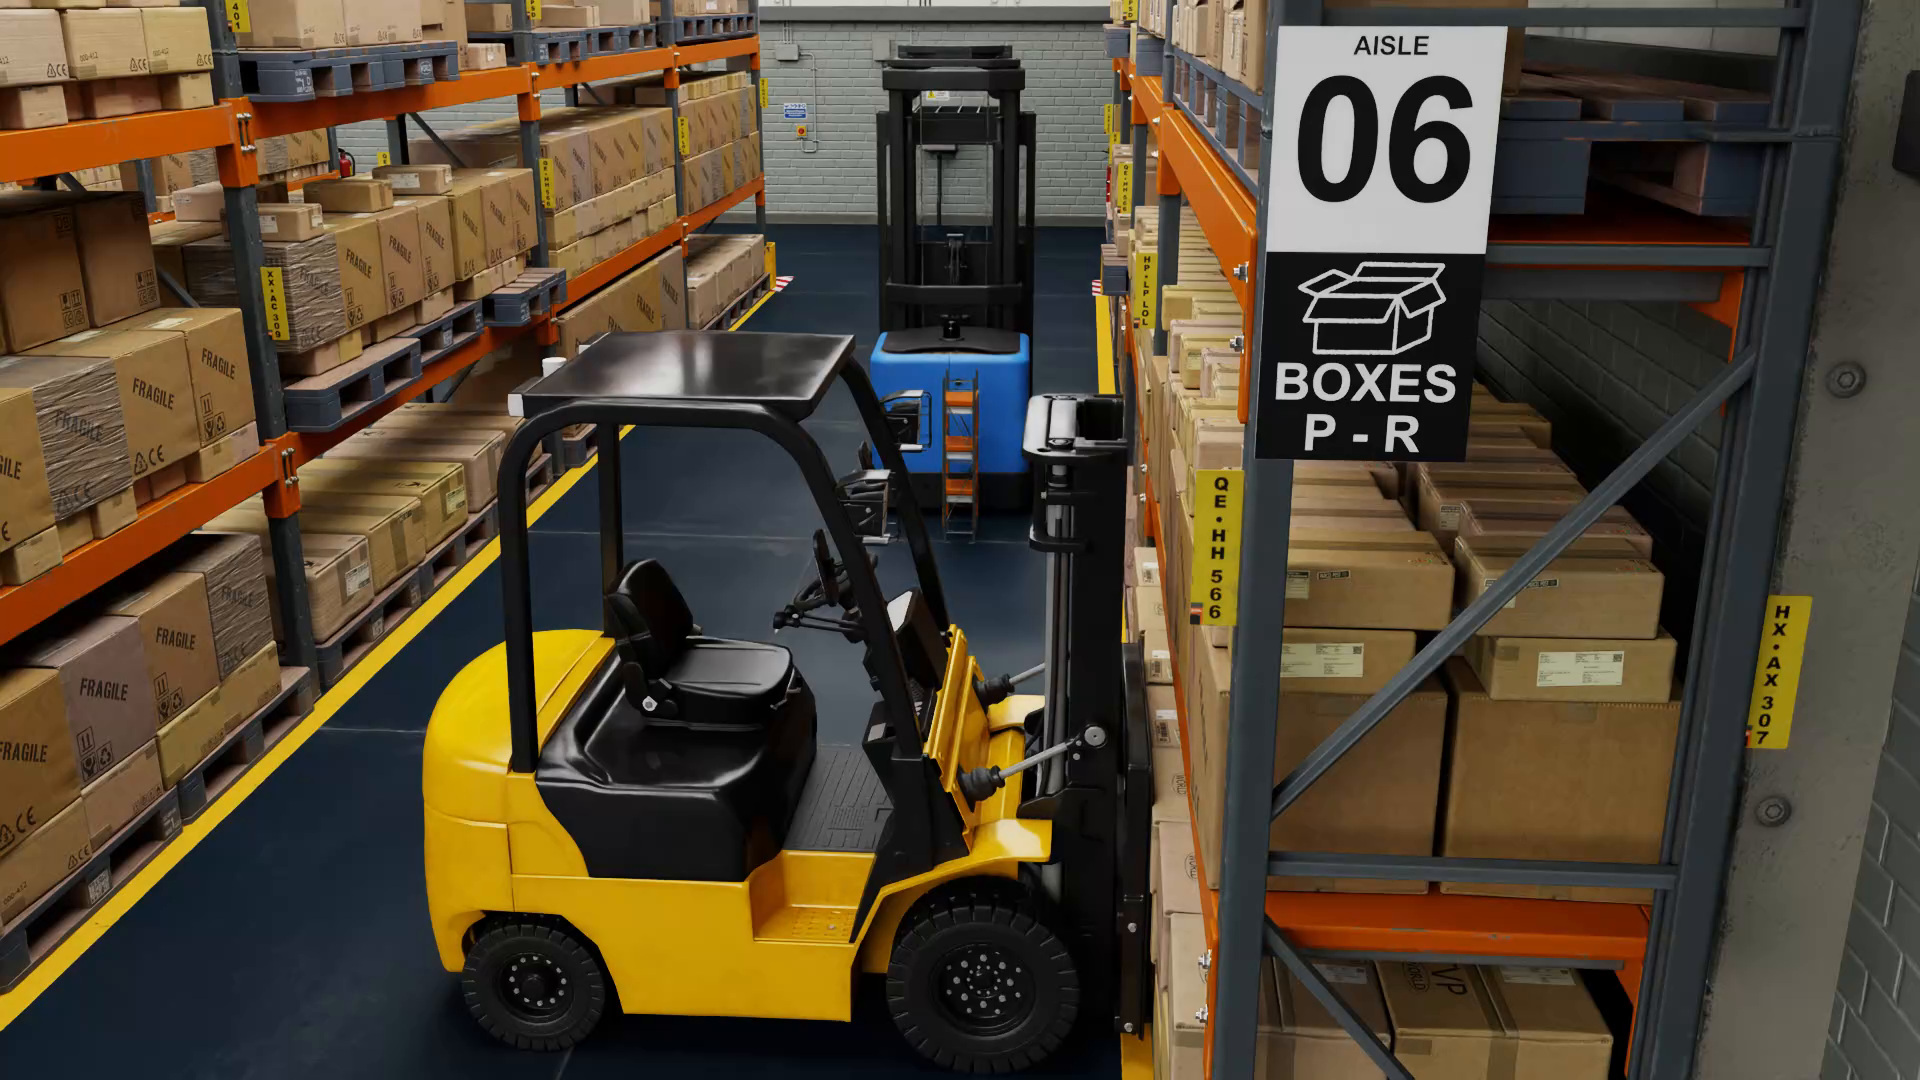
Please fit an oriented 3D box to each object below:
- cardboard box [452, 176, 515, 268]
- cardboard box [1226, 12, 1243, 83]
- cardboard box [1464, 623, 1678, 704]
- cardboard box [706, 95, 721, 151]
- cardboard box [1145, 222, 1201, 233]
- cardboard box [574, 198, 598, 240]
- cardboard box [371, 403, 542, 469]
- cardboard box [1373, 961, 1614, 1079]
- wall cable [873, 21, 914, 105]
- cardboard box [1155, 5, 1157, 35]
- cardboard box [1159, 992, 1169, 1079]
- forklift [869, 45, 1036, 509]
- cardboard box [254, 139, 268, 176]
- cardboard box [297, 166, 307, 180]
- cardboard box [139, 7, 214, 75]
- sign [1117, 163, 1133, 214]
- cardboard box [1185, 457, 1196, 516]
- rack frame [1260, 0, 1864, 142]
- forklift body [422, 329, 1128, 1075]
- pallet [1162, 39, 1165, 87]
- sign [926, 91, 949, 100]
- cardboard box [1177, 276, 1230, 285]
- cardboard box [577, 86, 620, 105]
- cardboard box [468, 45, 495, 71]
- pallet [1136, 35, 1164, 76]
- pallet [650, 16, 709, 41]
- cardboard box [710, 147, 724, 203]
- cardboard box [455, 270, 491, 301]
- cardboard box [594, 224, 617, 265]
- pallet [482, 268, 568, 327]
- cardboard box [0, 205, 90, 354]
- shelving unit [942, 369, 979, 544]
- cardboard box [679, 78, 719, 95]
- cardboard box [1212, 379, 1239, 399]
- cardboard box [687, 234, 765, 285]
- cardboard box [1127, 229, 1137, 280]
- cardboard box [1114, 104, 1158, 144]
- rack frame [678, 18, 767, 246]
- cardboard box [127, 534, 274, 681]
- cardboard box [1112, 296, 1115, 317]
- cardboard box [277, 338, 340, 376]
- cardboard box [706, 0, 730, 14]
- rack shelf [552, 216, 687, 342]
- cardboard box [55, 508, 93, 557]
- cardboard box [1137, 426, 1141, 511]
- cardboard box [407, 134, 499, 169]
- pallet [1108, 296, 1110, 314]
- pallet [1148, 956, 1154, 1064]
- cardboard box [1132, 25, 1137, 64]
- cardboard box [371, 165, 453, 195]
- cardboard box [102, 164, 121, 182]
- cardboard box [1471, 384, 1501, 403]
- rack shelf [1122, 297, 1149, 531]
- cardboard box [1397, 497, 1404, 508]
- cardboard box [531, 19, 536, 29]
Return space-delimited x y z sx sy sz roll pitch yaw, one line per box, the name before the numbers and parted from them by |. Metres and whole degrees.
cardboard box | -3.105 -1.977 10.328 0.500 0.500 0.500 1 18 3
cardboard box | 0.811 -1.120 3.775 0.380 0.149 0.250 1 18 2
cardboard box | 1.338 0.242 3.666 0.380 0.149 0.250 1 18 3
cardboard box | -2.670 -4.120 16.414 0.500 0.500 0.500 2 18 5
cardboard box | 1.295 -1.806 9.915 0.380 0.149 0.250 1 18 5
cardboard box | -3.002 -2.376 12.294 0.500 0.250 0.500 2 18 5
cardboard box | -3.374 -0.673 11.205 0.950 0.372 0.625 0 18 0
cardboard box | 1.278 1.184 4.128 0.500 0.250 0.500 1 18 3
wall cable | -0.953 -6.588 24.081 0.588 1.984 0.122 1 18 4
cardboard box | 1.117 -2.447 7.824 0.380 0.149 0.250 1 18 4
cardboard box | 0.778 1.408 4.246 0.500 0.250 0.500 1 18 3
forklift | -0.016 -2.003 11.830 1.130 2.935 3.031 1 18 2
cardboard box | -7.585 -4.032 17.273 0.500 0.500 0.500 2 18 7
cardboard box | -7.494 -4.079 18.459 0.380 0.149 0.250 1 18 3
cardboard box | -3.373 -2.007 6.676 0.500 0.250 0.500 1 18 3
sign | 1.086 -2.309 10.921 0.100 0.325 0.005 1 18 4
cardboard box | 0.867 -0.172 4.927 0.380 0.149 0.250 1 18 4
rack frame | 1.055 -2.154 2.544 1.000 3.000 0.127 1 18 4
forklift body | -0.629 0.471 5.532 2.313 2.155 1.214 1 18 4
pallet | 1.591 -2.563 8.914 1.003 0.211 1.213 2 18 6
sign | -0.324 -6.499 24.115 0.339 0.242 0.001 1 18 4
cardboard box | 1.215 -1.167 7.966 0.380 0.149 0.250 1 18 4
cardboard box | -3.332 -4.073 15.228 0.380 0.149 0.250 1 18 3
cardboard box | -3.146 -3.023 10.419 0.380 0.149 0.250 1 18 4
pallet | 1.669 -2.910 9.974 1.213 0.211 1.003 2 18 6
pallet | -2.967 -4.777 15.509 1.003 0.211 1.213 1 18 4
cardboard box | -2.659 -3.637 16.546 0.500 0.500 0.500 1 18 4
cardboard box | -3.064 -1.542 10.042 0.380 0.149 0.250 2 18 5
cardboard box | -2.975 -2.295 12.850 0.500 0.250 0.500 2 18 6
pallet | -3.268 -1.582 10.743 1.213 0.211 1.003 1 18 4
cardboard box | -3.916 -1.029 6.502 0.700 0.500 0.500 1 18 4
shelving unit | 0.004 -0.516 10.310 0.215 1.050 0.252 1 18 4
cardboard box | -2.627 -4.535 16.639 0.380 0.149 0.250 1 18 4
cardboard box | 0.974 -0.392 5.124 0.380 0.149 0.250 2 18 5
cardboard box | -2.697 -3.157 18.680 0.875 0.438 0.875 1 18 2
cardboard box | 1.328 -1.822 10.604 0.500 0.250 0.500 1 18 4
cardboard box | 1.793 -4.098 16.671 0.500 0.500 0.500 2 18 5
rack frame | -2.750 -4.382 18.978 1.000 3.000 0.127 1 18 4
cardboard box | -3.385 0.286 7.271 0.500 0.500 0.500 1 18 3
cardboard box | 1.889 -2.509 16.603 0.700 0.500 0.500 1 18 2
cardboard box | -3.255 -0.900 8.080 0.380 0.149 0.250 2 18 5
cardboard box | -2.642 -5.661 17.634 0.380 0.149 0.250 0 18 0
rack shelf | -3.180 -2.176 13.403 1.077 0.370 4.000 1 18 4
cardboard box | -3.447 -0.034 6.114 0.380 0.149 0.250 1 18 3
cardboard box | 1.531 -0.462 10.155 0.875 0.625 0.625 2 18 6
cardboard box | -3.547 -2.586 11.732 0.500 0.500 0.500 1 18 2
pallet | 2.140 -2.676 18.250 1.003 0.211 1.213 1 18 4
pallet | 1.158 1.406 5.793 1.003 0.211 1.213 1 18 4
cardboard box | 1.423 -3.307 11.120 0.500 0.250 0.500 1 18 2
cardboard box | -3.159 -2.079 9.597 0.380 0.149 0.250 0 18 1
cardboard box | -7.813 -3.312 14.965 0.380 0.149 0.250 2 18 6
cardboard box | 1.431 -0.379 5.083 0.380 0.149 0.250 1 18 4
rack shelf | 1.485 -0.825 9.277 1.077 0.370 4.000 1 18 4
cardboard box | 1.414 0.183 4.886 0.500 0.500 0.500 1 18 3
cardboard box | -3.442 -3.881 11.799 0.700 0.500 0.500 0 18 1
